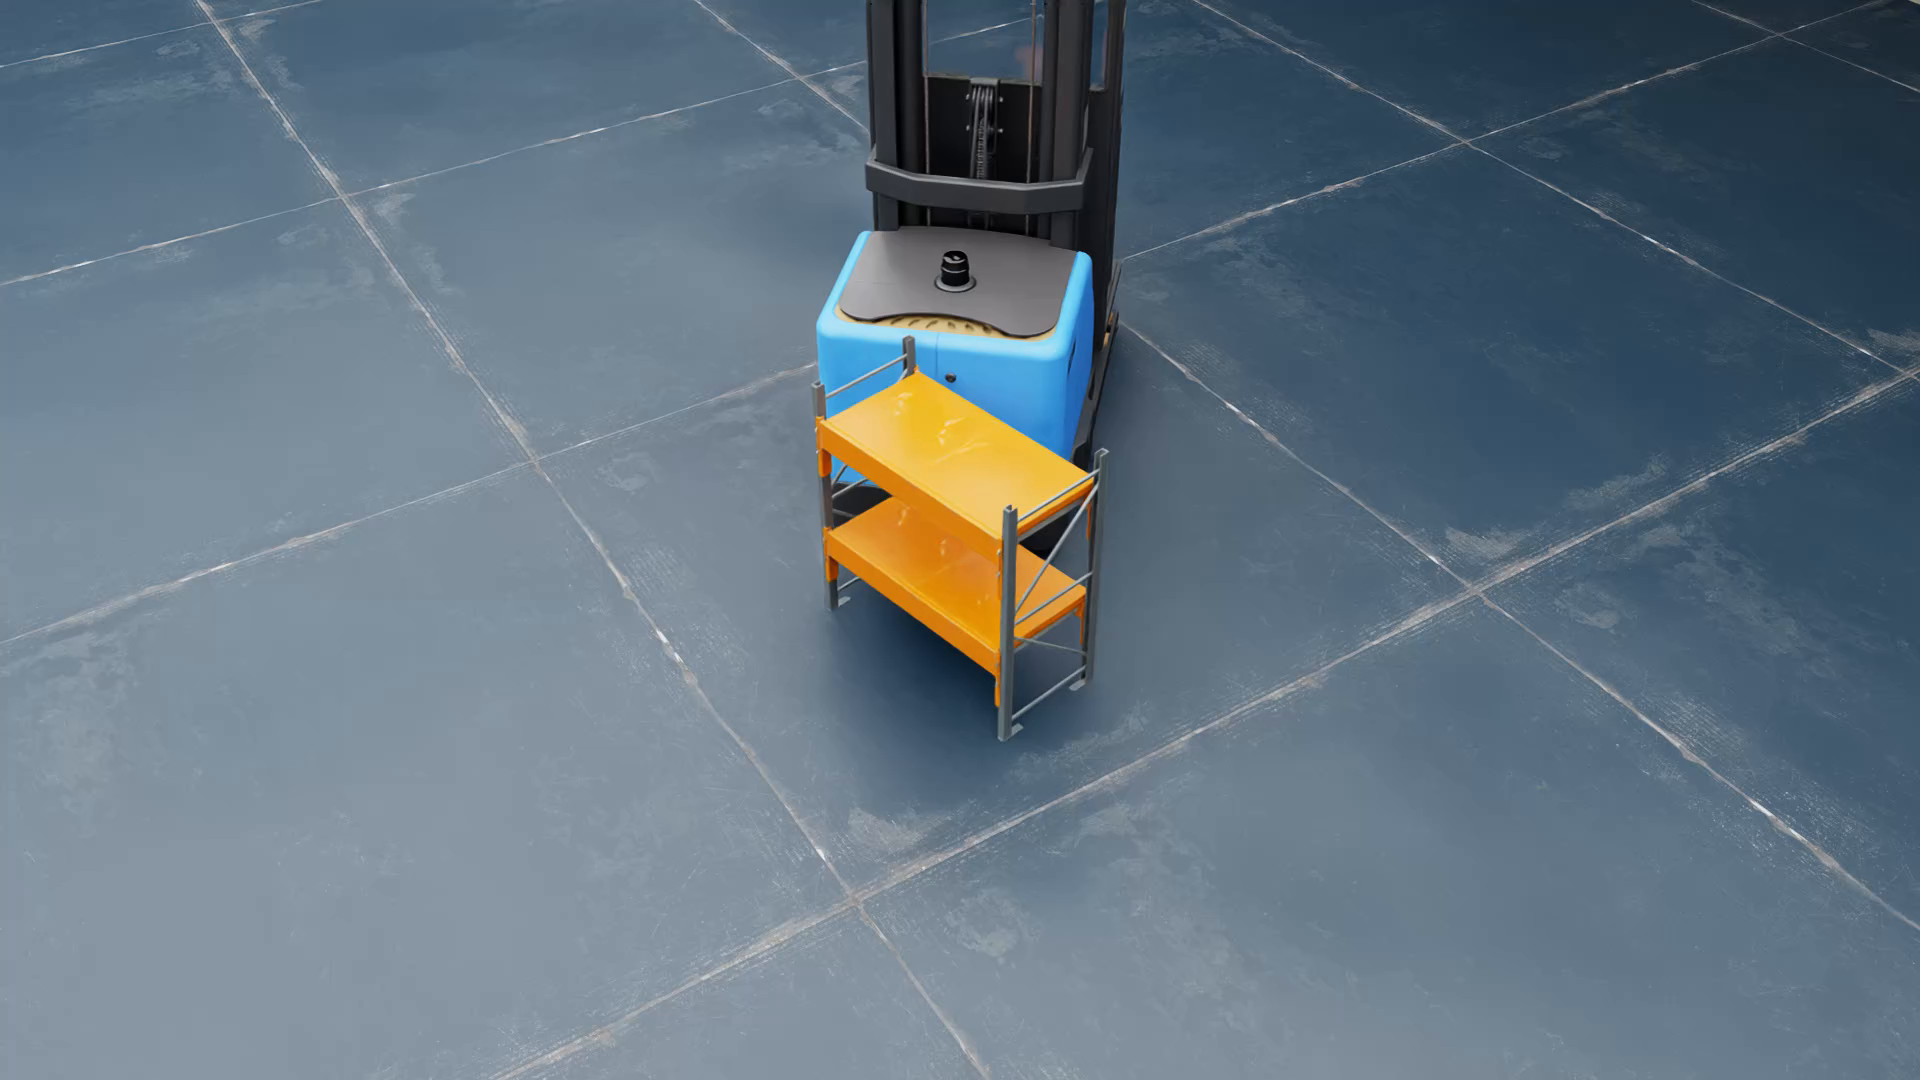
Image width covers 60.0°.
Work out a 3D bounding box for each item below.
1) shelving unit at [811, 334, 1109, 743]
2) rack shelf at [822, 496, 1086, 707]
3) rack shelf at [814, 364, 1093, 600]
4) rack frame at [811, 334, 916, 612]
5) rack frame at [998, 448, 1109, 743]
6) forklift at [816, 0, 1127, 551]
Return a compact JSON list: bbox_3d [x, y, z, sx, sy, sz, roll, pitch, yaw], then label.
[{"bbox_3d":[-0.014,-0.013,6.387,0.538,1.125,1.048,-31,49,-32],"label":"shelving unit"},{"bbox_3d":[-0.014,0.174,6.544,0.538,0.278,1.000,-31,49,-32],"label":"rack shelf"},{"bbox_3d":[-0.014,-0.238,6.200,0.538,0.278,1.000,-31,49,-32],"label":"rack shelf"},{"bbox_3d":[-0.364,-0.249,6.671,0.500,1.125,0.032,-31,49,-32],"label":"rack frame"},{"bbox_3d":[0.336,0.223,6.104,0.500,1.125,0.032,-31,49,-32],"label":"rack frame"},{"bbox_3d":[0.194,-2.029,7.395,1.130,2.935,3.031,7,40,8],"label":"forklift"}]
